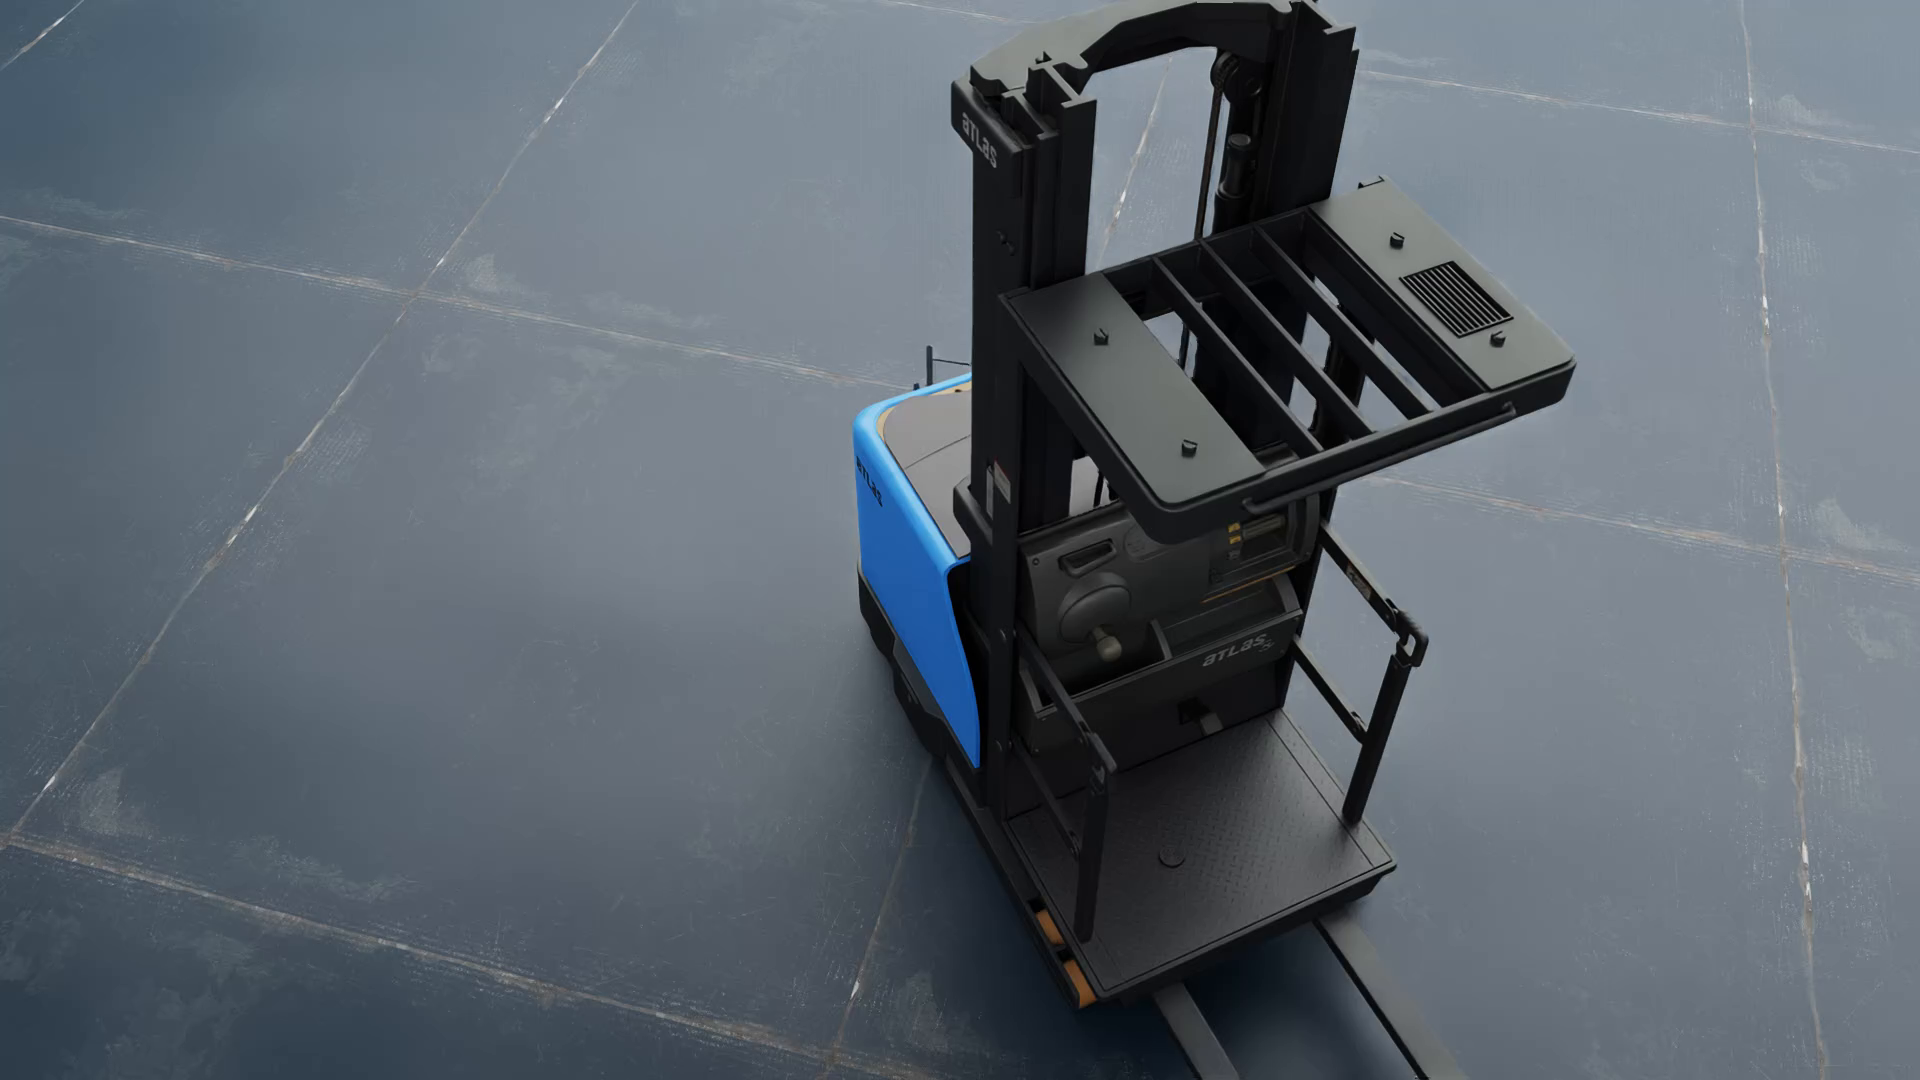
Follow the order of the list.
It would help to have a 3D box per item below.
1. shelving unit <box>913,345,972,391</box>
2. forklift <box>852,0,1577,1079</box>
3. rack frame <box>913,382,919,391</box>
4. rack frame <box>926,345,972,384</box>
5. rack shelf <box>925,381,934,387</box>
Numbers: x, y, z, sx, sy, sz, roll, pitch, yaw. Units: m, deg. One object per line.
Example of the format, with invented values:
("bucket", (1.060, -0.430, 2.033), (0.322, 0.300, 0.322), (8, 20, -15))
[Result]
("shelving unit", (-0.027, -0.322, 6.352), (0.258, 0.900, 0.210), (9, 49, 8))
("forklift", (0.707, 0.145, 4.586), (1.130, 2.935, 3.031), (-20, 51, -17))
("rack frame", (-0.049, -0.247, 6.287), (0.240, 0.900, 0.006), (9, 49, 8))
("rack frame", (-0.006, -0.396, 6.418), (0.240, 0.900, 0.006), (9, 49, 8))
("rack shelf", (-0.027, -0.478, 6.175), (0.258, 0.077, 0.200), (9, 49, 8))
